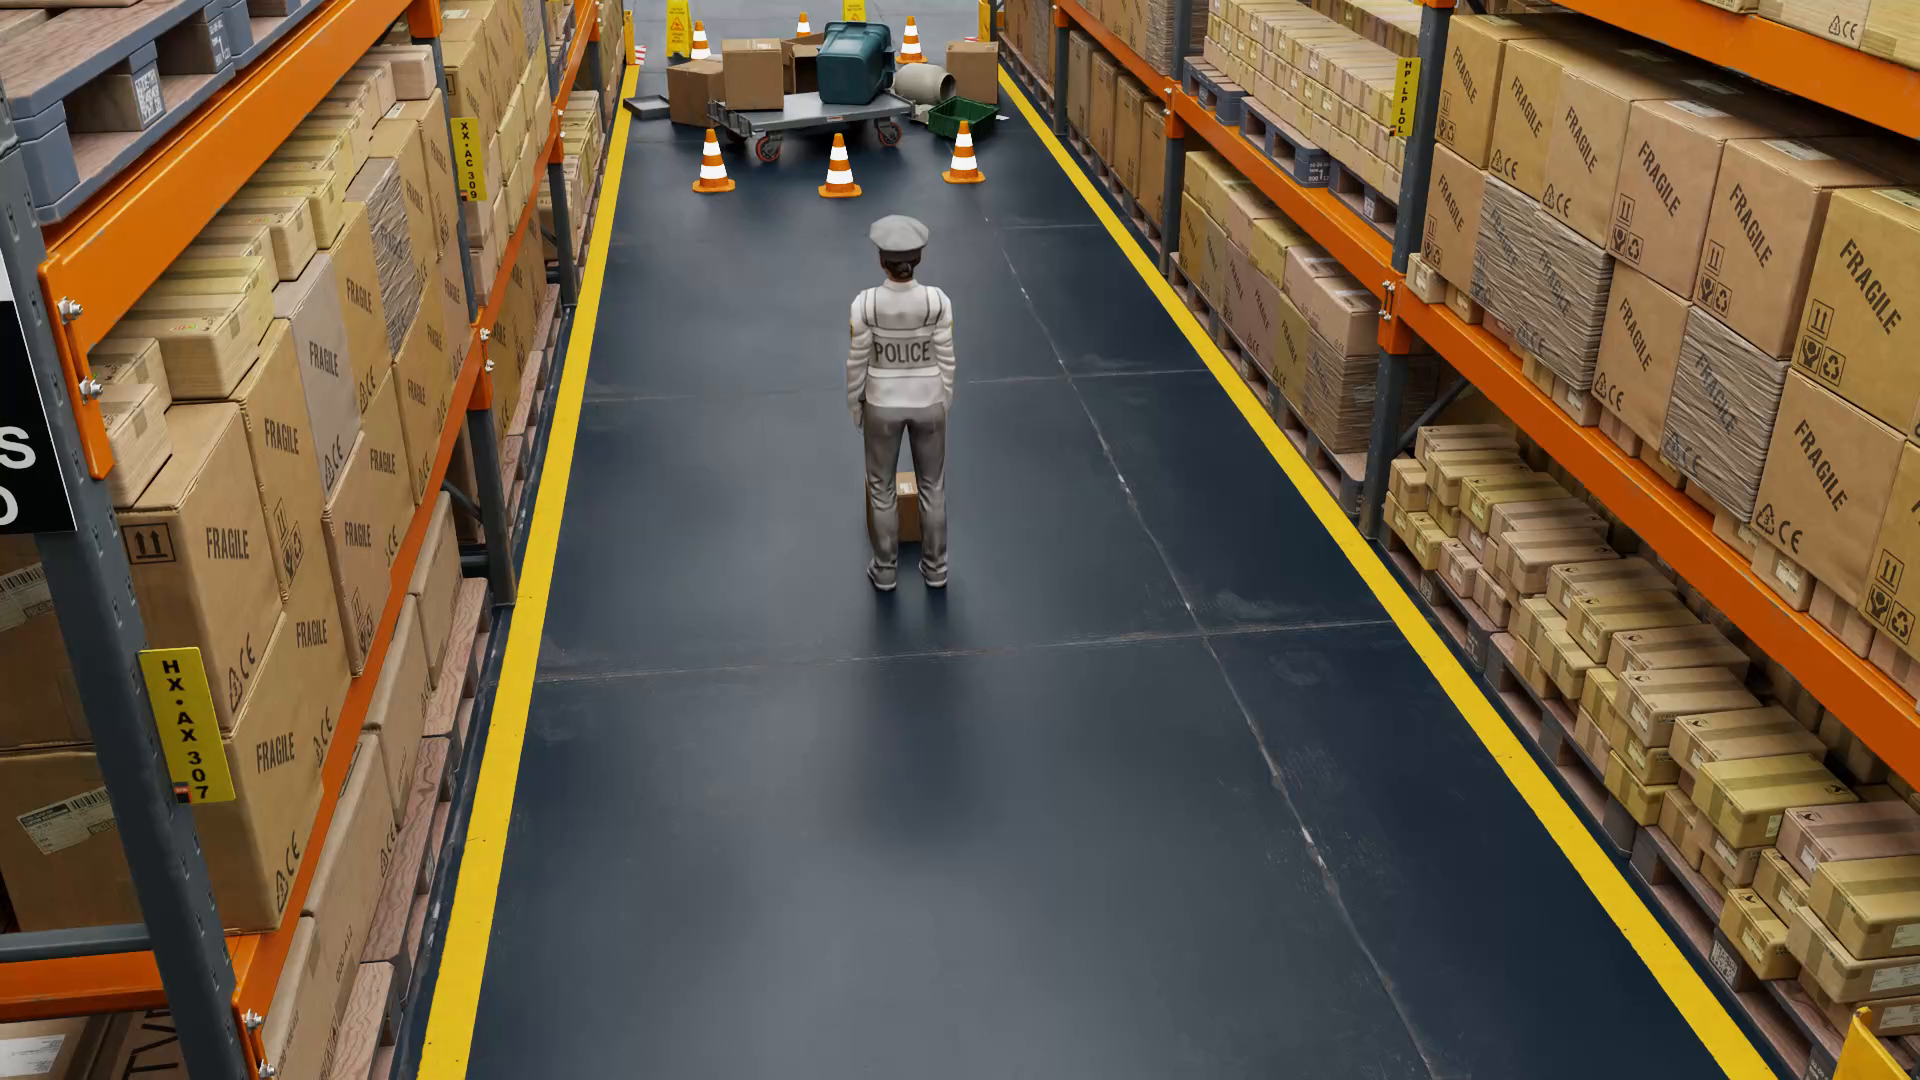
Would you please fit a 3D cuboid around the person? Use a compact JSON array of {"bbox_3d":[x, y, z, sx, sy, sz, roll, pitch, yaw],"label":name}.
[{"bbox_3d":[-0.256,-0.572,7.213,0.467,1.679,0.341,-3,27,-6],"label":"person"}]
